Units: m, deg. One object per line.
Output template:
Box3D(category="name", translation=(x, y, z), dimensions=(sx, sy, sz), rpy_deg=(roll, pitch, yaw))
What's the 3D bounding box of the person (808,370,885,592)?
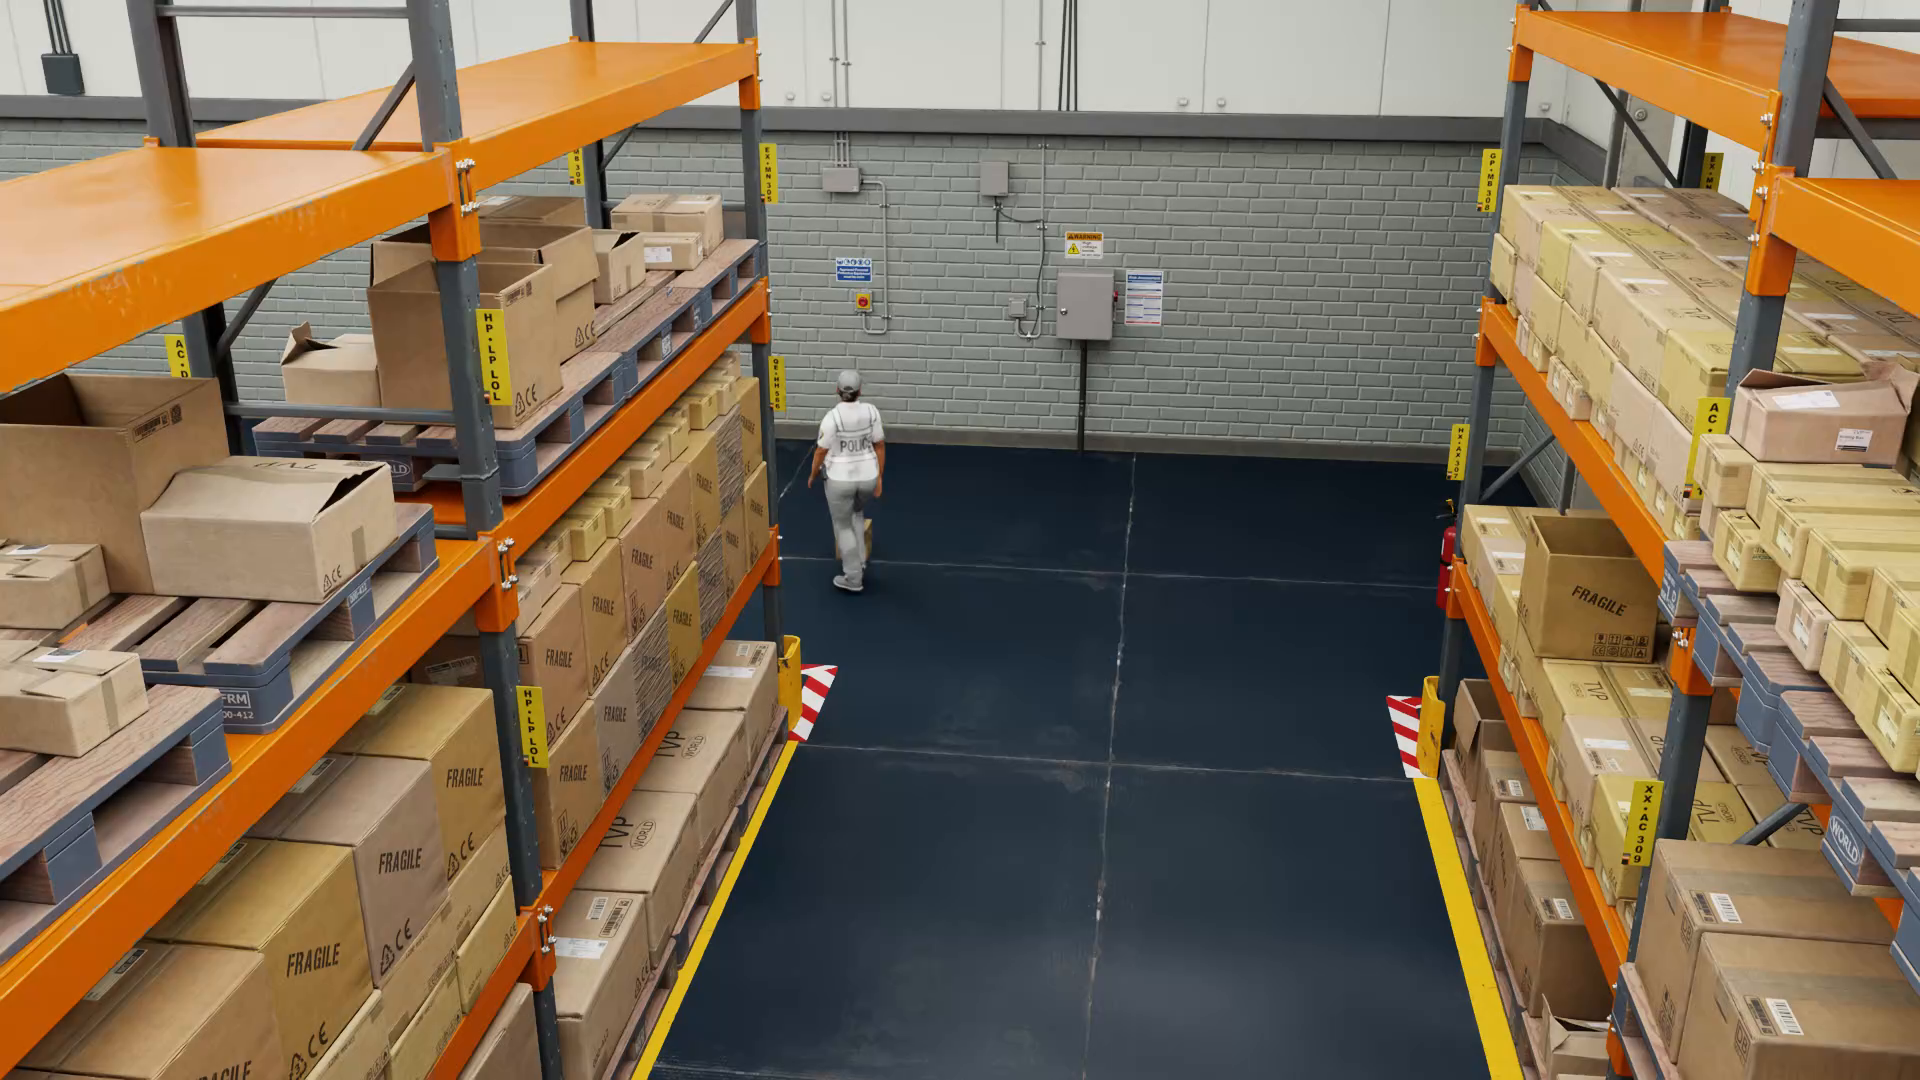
Box3D(category="person", translation=(-0.833, -0.418, 12.204), dimensions=(0.493, 1.730, 0.465), rpy_deg=(-15, 26, -34))
